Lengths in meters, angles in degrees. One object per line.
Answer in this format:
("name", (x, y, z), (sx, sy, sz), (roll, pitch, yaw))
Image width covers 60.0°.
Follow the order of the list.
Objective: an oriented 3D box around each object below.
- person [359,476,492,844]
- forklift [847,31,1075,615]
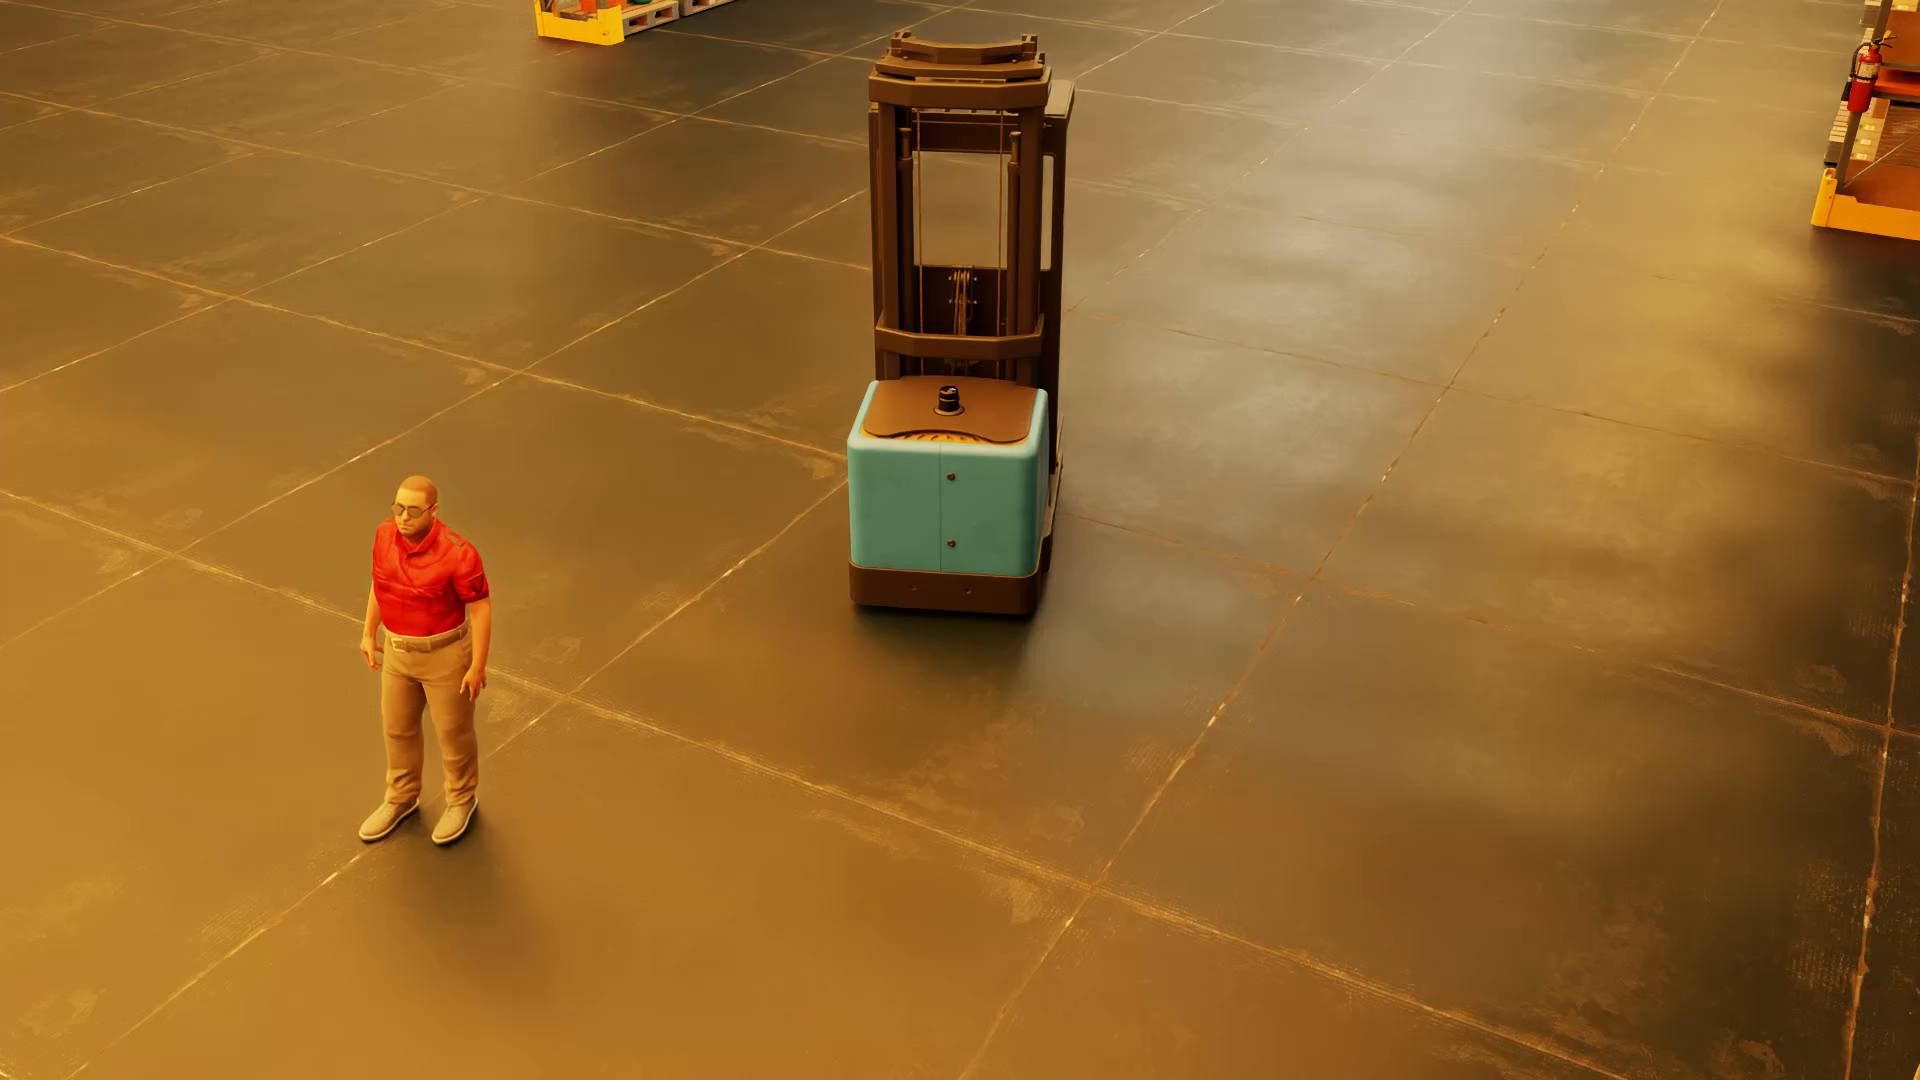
("person", (-2.387, 0.552, 7.305), (0.632, 1.729, 0.545), (11, 32, 18))
("forklift", (0.072, -1.572, 9.794), (1.130, 2.935, 3.031), (3, 30, 6))
